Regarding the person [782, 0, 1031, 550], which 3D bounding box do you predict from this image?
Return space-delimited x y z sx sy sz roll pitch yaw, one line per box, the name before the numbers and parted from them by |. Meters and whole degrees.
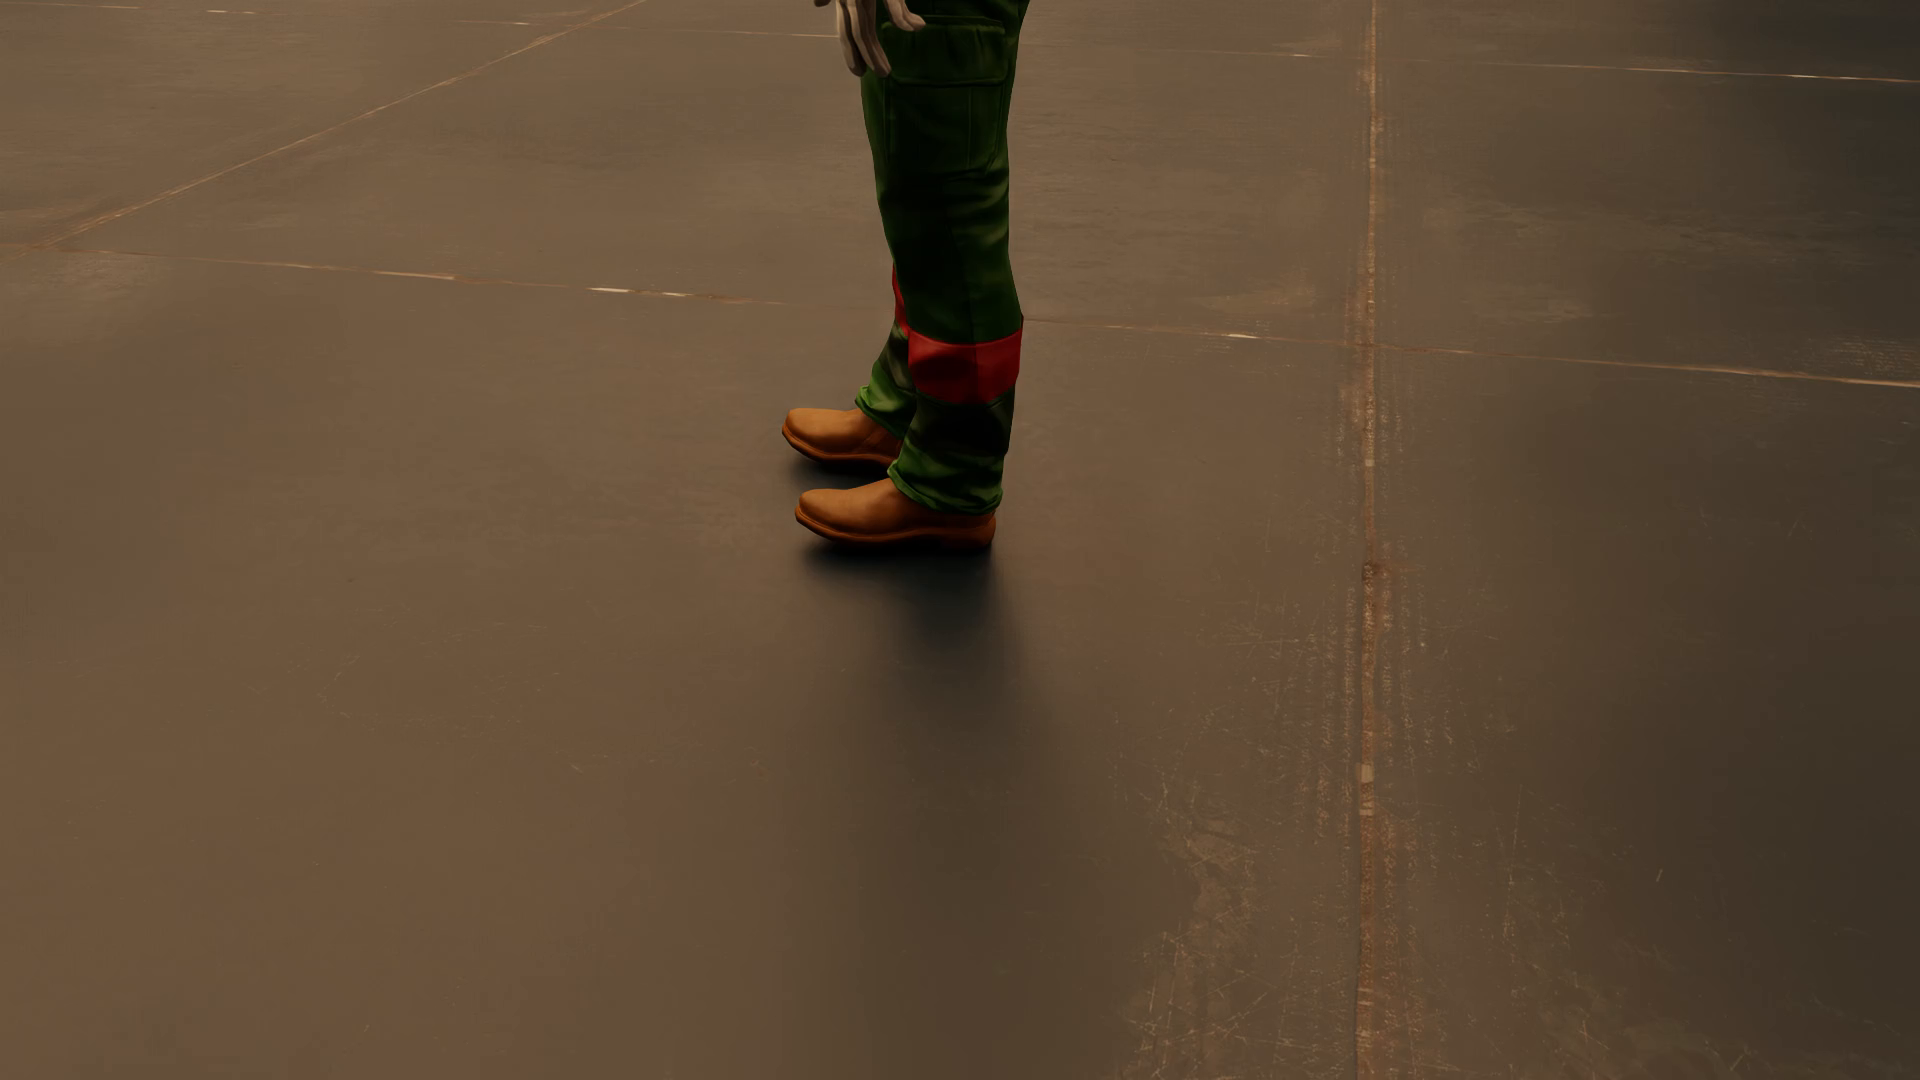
person | -0.075 -0.819 2.120 0.564 1.787 0.637 6 27 11
